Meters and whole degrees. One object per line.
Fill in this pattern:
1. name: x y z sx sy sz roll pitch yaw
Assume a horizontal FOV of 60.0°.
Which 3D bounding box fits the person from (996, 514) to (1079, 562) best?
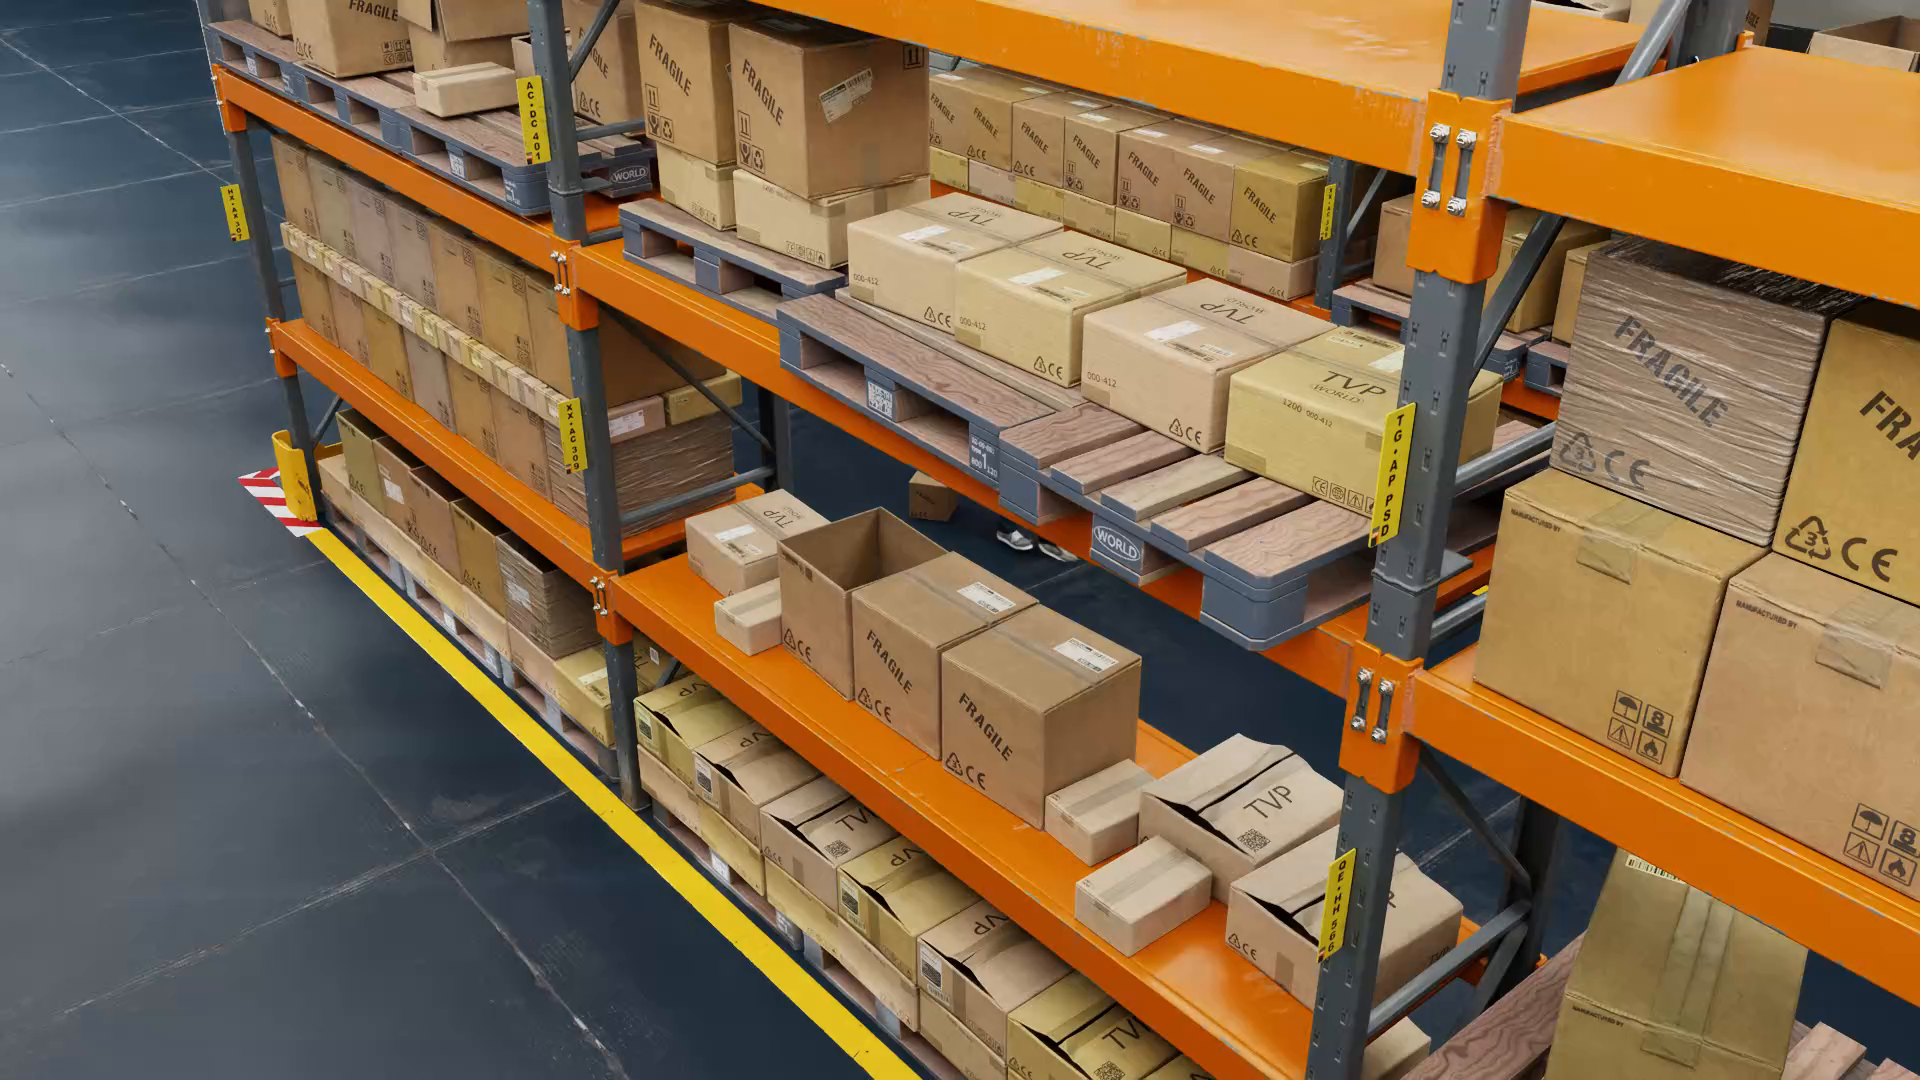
1. person: 0.408 -0.592 9.756 0.532 1.638 0.440 25 37 38
